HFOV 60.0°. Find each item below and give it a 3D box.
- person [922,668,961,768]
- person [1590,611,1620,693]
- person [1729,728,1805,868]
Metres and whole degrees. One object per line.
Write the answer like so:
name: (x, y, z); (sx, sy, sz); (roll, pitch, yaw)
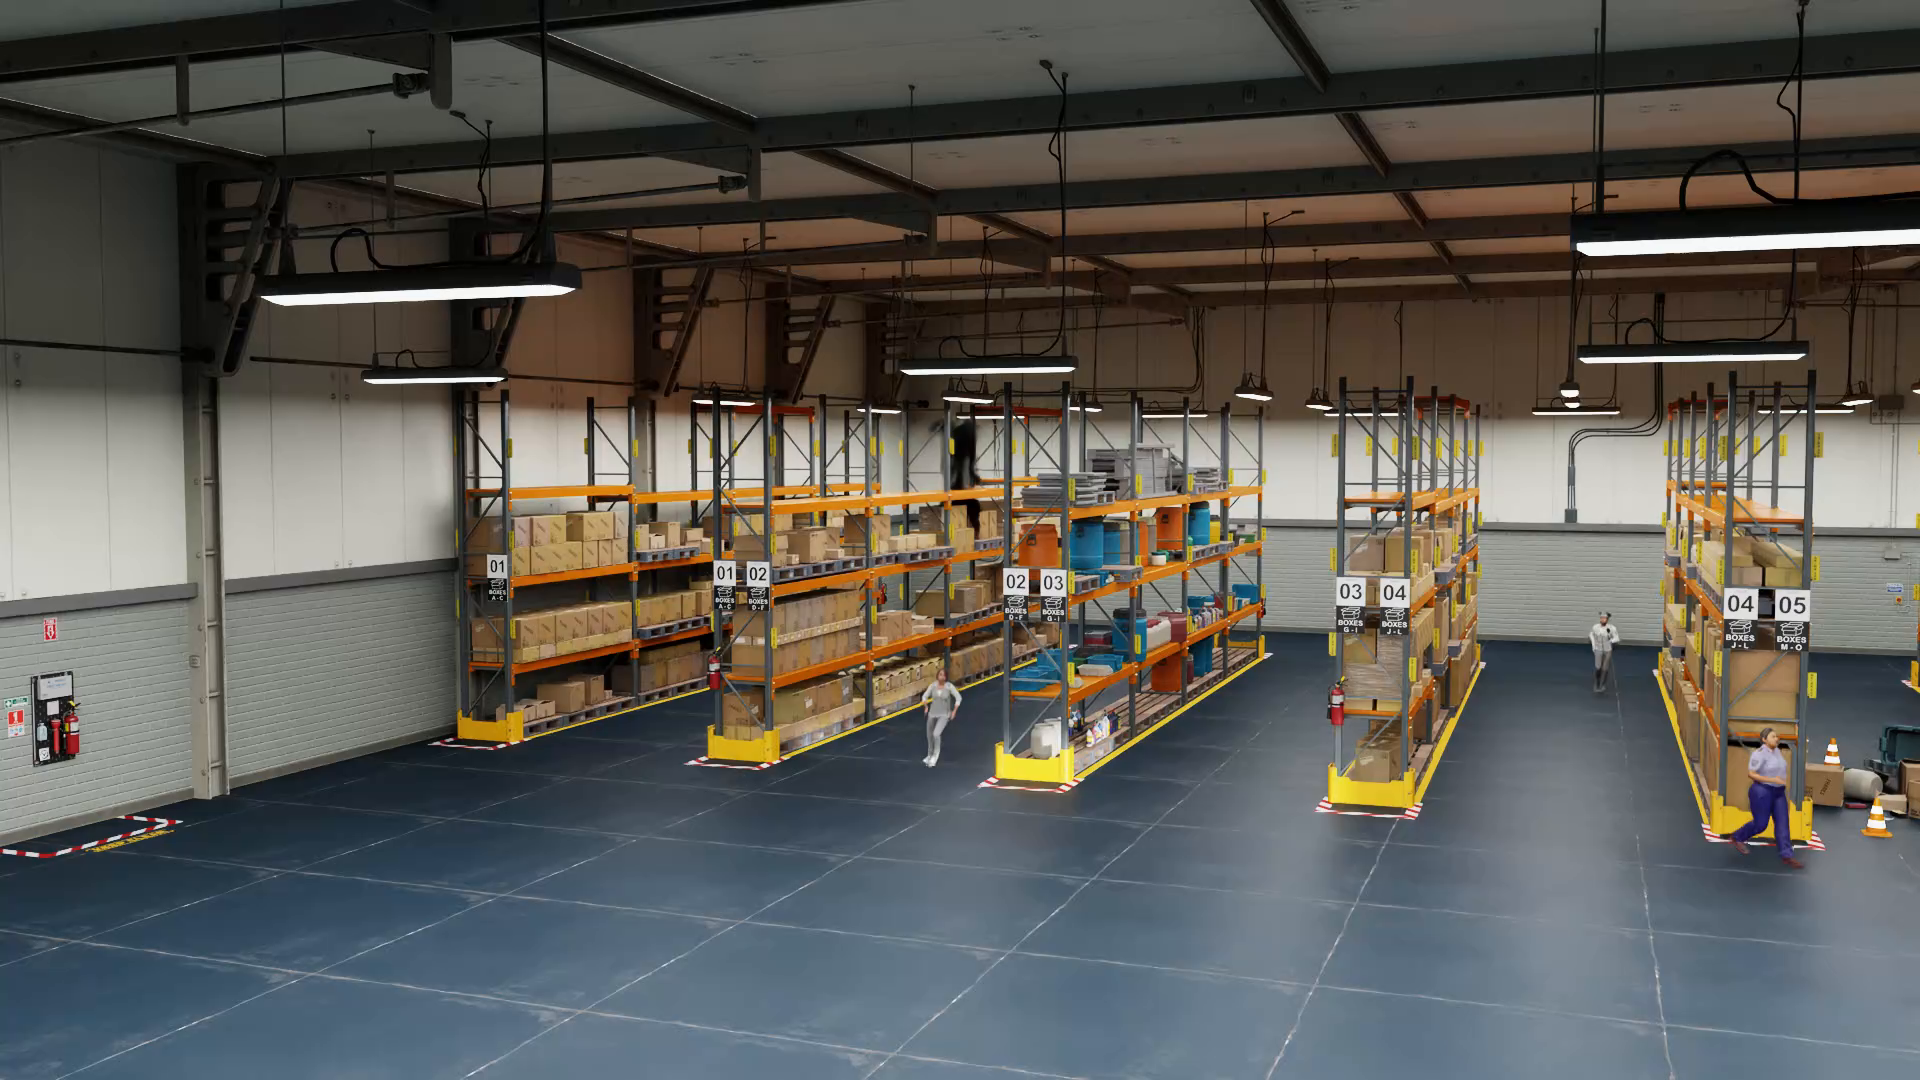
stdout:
person: (-0.320, 2.784, 26.101); (0.604, 1.568, 0.593); (1, 3, 19)
person: (13.175, 2.294, 34.024); (0.586, 1.696, 0.650); (2, 3, 25)
person: (9.696, 3.057, 19.958); (0.608, 1.614, 0.928); (-2, 4, -26)
